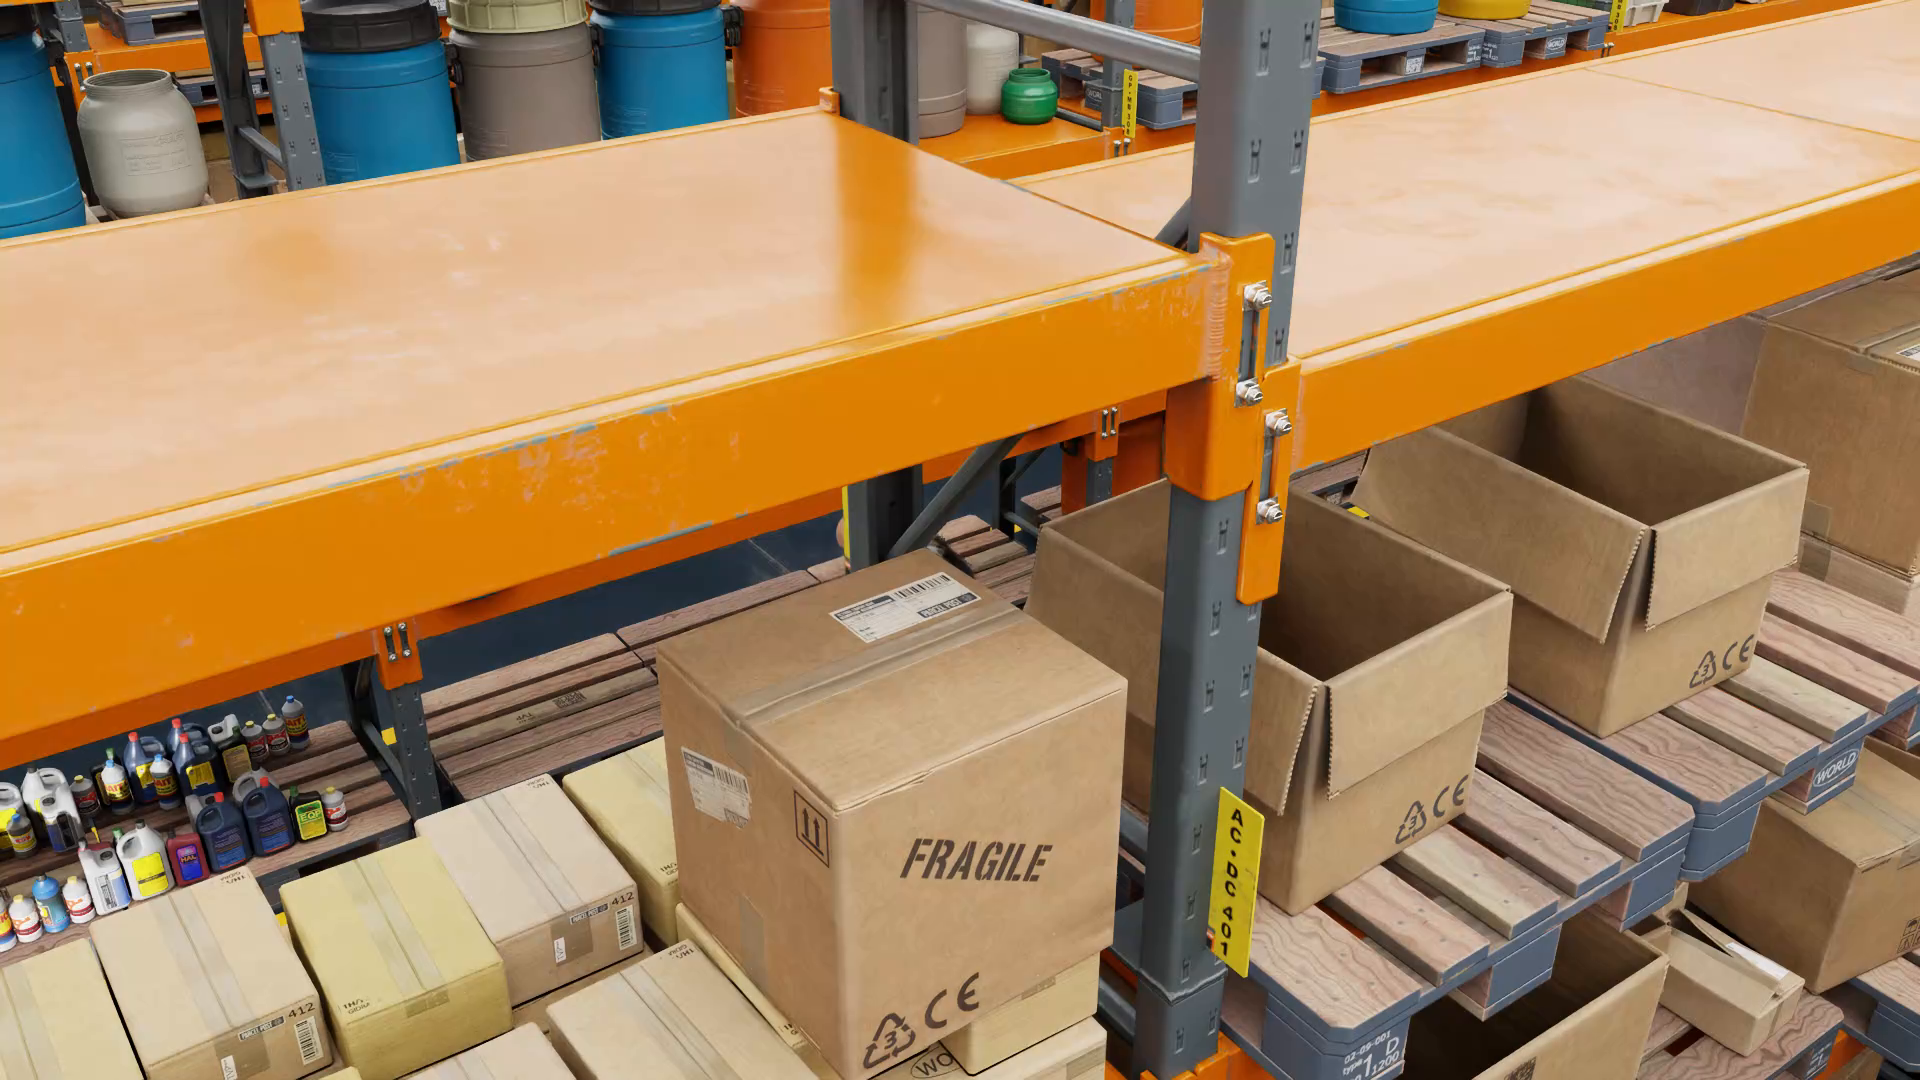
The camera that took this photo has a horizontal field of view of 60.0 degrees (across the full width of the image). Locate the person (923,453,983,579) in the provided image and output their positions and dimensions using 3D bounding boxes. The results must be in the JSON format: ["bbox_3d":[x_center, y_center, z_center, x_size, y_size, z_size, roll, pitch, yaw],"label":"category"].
[{"bbox_3d":[-0.199,0.367,8.033,0.527,1.720,0.492,-19,34,-31],"label":"person"}]
